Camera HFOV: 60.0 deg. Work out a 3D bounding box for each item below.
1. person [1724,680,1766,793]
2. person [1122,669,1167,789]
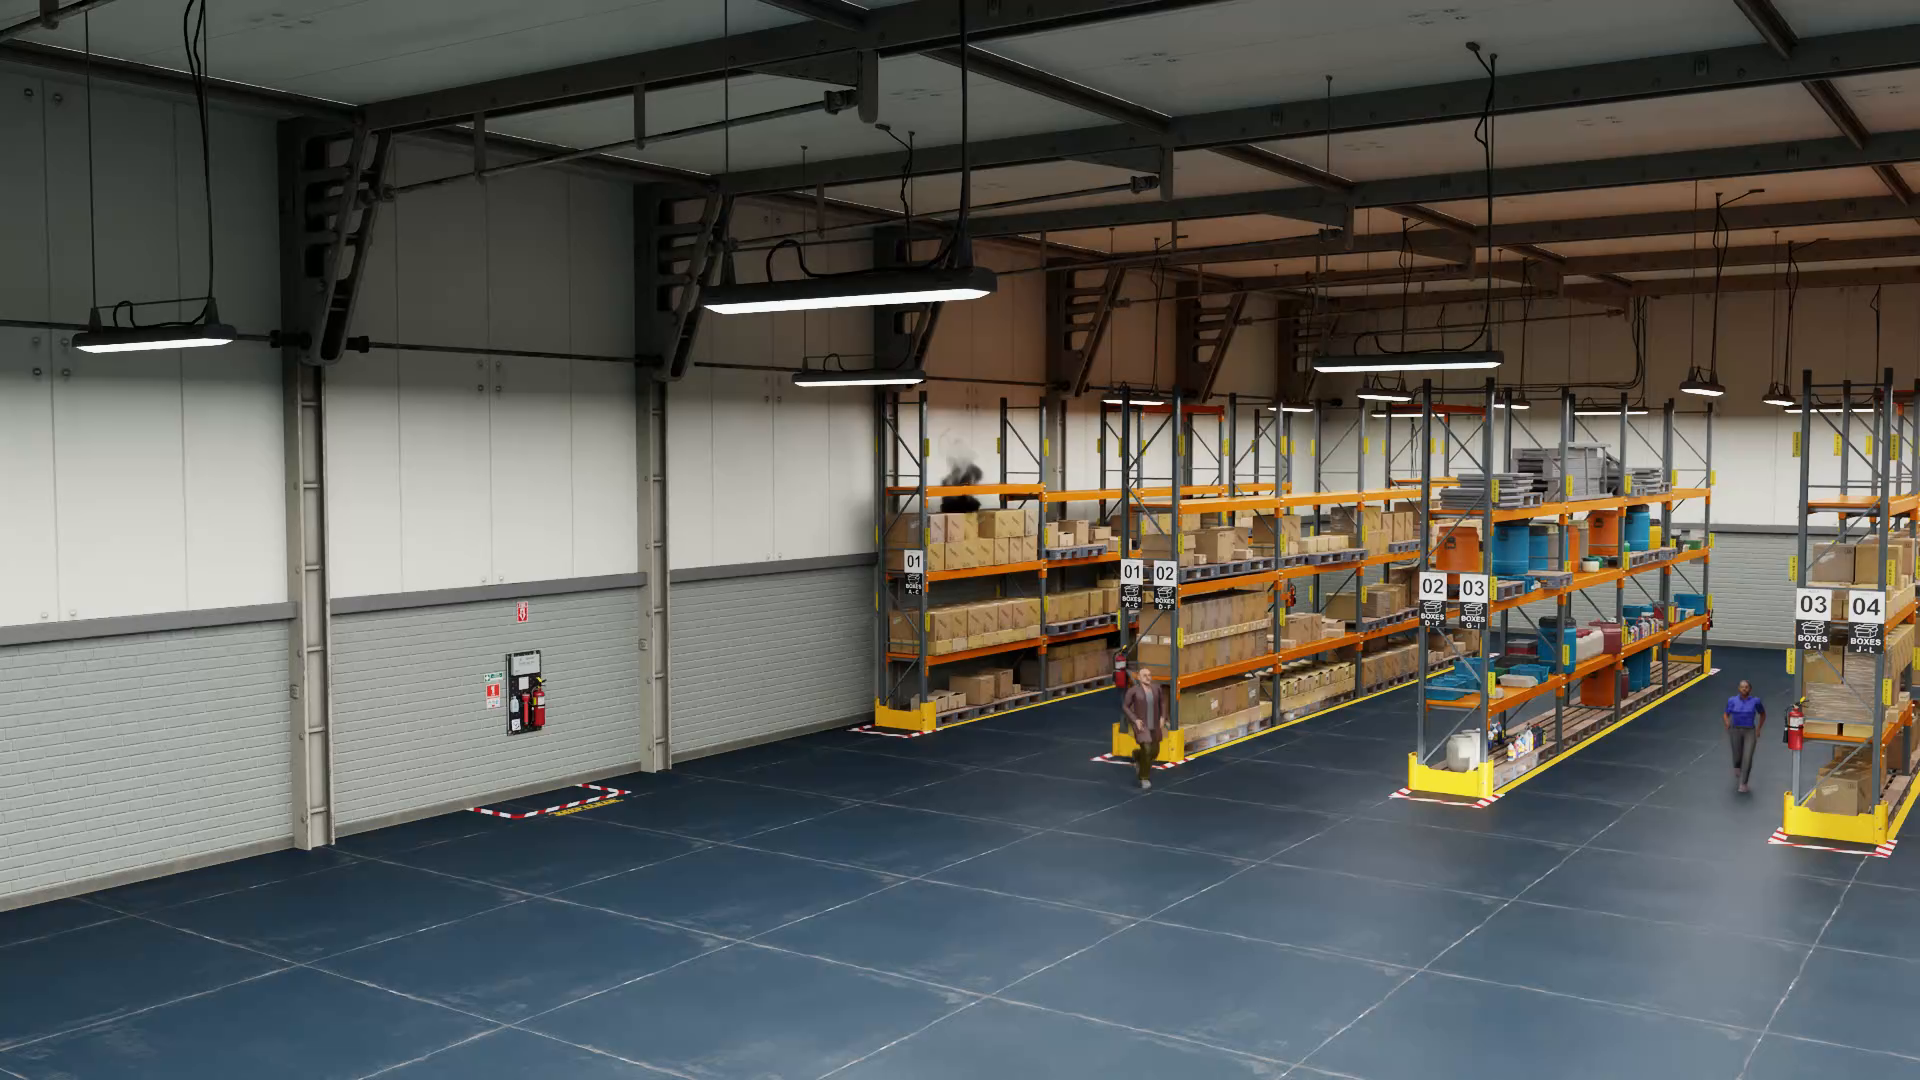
[{"bbox_3d":[11.514,2.843,24.410,0.565,1.624,0.768,2,4,27],"label":"person"},{"bbox_3d":[2.724,2.771,24.699,0.732,1.761,0.707,-1,3,-21],"label":"person"}]
